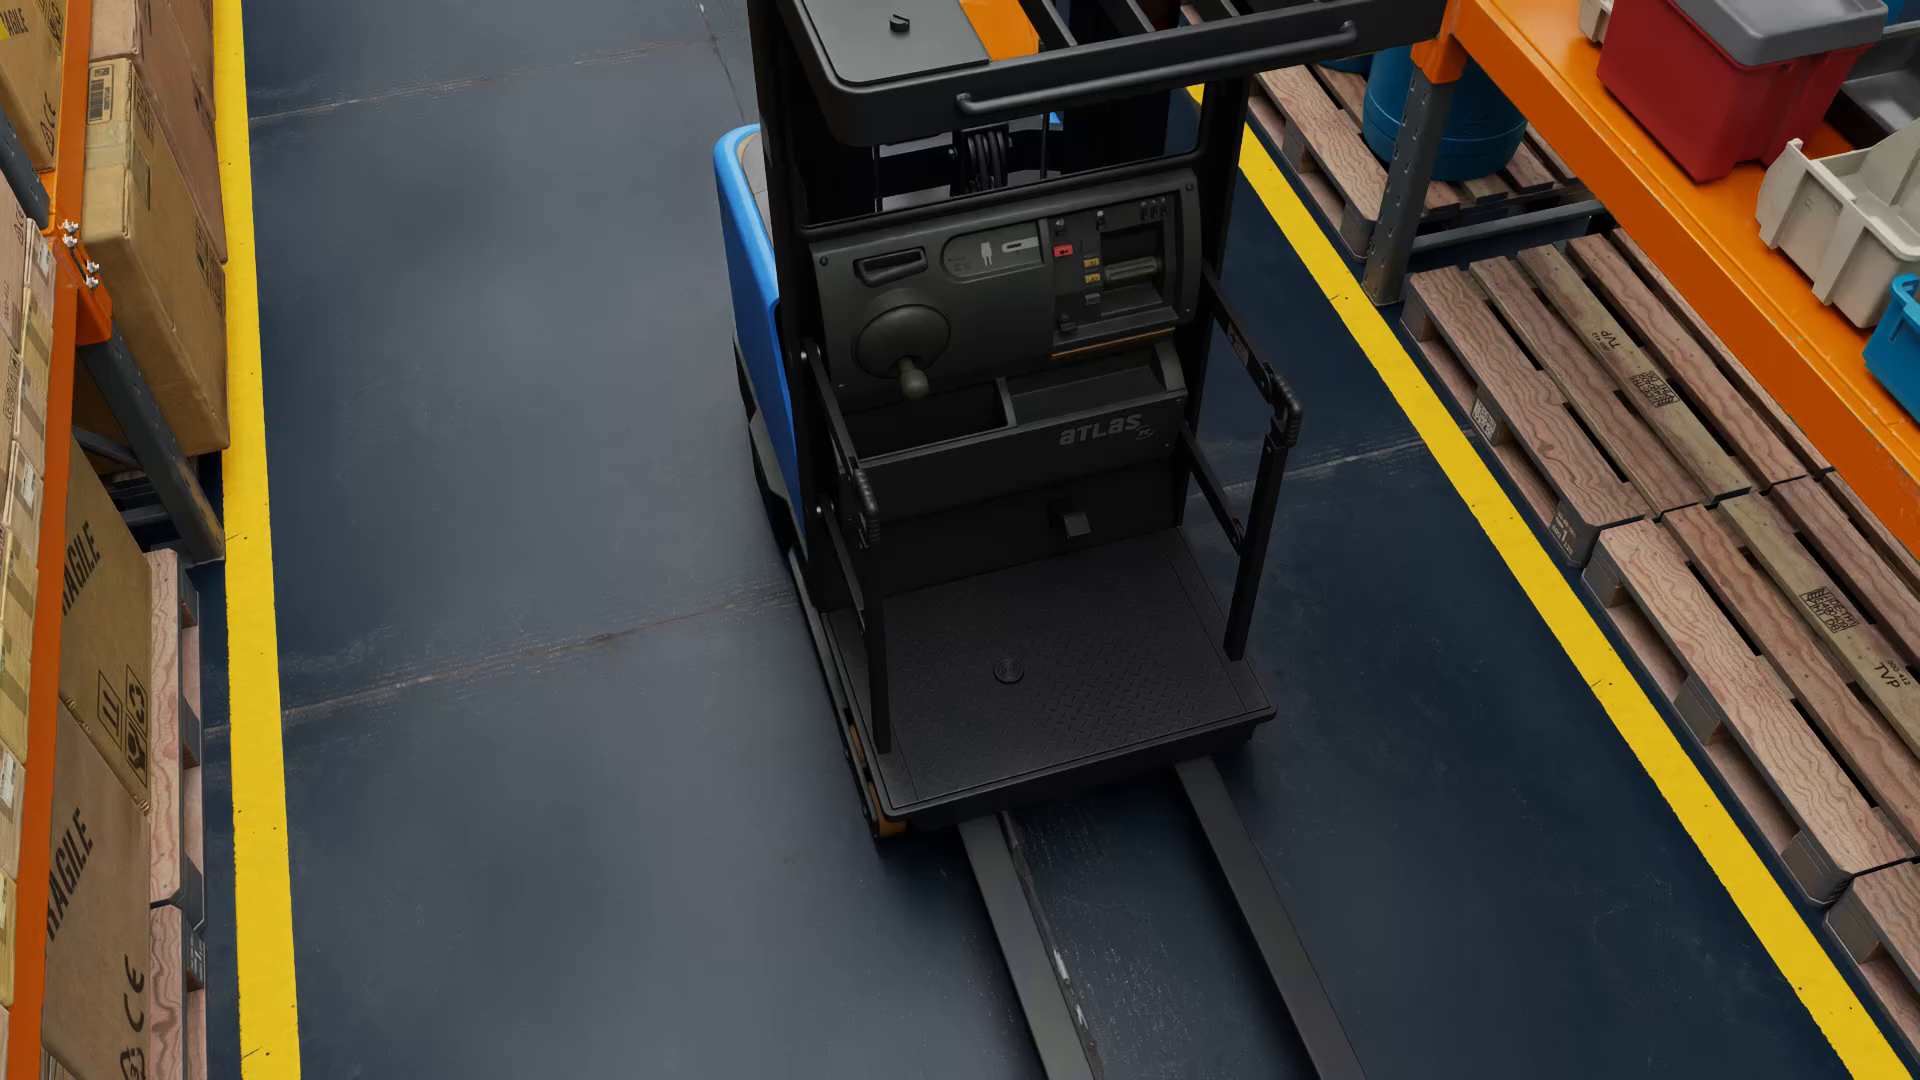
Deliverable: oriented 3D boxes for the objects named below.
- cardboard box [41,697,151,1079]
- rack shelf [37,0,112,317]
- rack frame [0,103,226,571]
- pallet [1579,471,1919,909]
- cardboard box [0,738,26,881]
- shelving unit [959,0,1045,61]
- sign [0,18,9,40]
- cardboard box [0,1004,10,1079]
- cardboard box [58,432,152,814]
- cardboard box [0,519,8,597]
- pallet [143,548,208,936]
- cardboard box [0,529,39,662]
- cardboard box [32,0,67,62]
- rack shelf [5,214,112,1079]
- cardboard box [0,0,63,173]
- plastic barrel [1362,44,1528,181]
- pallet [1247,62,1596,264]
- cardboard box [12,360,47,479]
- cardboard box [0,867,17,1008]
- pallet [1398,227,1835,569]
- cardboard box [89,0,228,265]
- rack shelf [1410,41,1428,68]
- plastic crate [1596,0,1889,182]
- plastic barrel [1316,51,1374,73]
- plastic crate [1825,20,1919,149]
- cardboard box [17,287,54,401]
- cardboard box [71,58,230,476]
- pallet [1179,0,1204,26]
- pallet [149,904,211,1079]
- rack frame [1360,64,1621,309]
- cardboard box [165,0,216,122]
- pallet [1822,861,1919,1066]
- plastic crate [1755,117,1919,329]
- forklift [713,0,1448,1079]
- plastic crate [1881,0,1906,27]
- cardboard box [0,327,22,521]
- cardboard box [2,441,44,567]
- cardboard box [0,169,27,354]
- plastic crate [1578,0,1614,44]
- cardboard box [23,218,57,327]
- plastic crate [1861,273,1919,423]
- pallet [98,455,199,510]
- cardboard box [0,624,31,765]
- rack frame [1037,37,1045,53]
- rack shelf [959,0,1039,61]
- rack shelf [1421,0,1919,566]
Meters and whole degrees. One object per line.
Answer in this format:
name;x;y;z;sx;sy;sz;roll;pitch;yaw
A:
cardboard box;-2.402;0.876;3.664;0.875;0.875;0.875;-13;51;-11
rack shelf;-3.378;-2.059;5.495;1.077;0.370;4.000;-13;51;-11
rack frame;-2.787;-0.830;3.988;1.000;3.000;0.127;-13;51;-11
pallet;2.563;0.369;4.801;1.003;0.211;1.213;-13;51;-11
cardboard box;-1.929;0.524;3.011;0.380;0.149;0.250;-13;51;-10
shelving unit;-0.026;-1.527;5.802;0.538;1.125;1.048;-5;50;-4
sign;-2.257;-1.262;3.734;0.100;0.325;0.005;-13;51;-11
cardboard box;-1.776;0.900;2.694;0.380;0.149;0.250;-14;51;-11
cardboard box;-2.668;0.219;4.218;0.875;0.875;0.875;-13;51;-11
cardboard box;-2.099;0.135;3.078;0.500;0.250;0.500;-12;51;-10
pallet;-2.637;0.641;4.571;1.003;0.211;1.213;-13;51;-11
cardboard box;-2.079;0.151;3.325;0.380;0.149;0.250;-12;51;-10
cardboard box;-2.834;-1.622;4.590;0.500;0.500;0.500;-13;51;-11
rack shelf;-2.195;0.862;3.032;1.077;0.370;4.000;-13;51;-11
cardboard box;-2.684;-1.255;4.281;0.500;0.500;0.500;-13;51;-11
plastic barrel;1.800;-1.811;5.912;0.600;0.901;0.708;-13;51;-11
pallet;1.756;-1.625;6.481;1.003;0.211;1.213;-13;51;-11
cardboard box;-2.232;-0.225;3.642;0.380;0.149;0.250;-14;51;-12
cardboard box;-1.850;0.715;2.850;0.380;0.149;0.250;-14;51;-12
pallet;2.199;-0.523;5.553;1.003;0.211;1.213;-13;51;-11
cardboard box;-3.260;-1.396;5.580;1.225;0.875;0.875;-15;51;-12
rack shelf;1.353;-3.179;6.439;1.077;0.370;4.000;-13;51;-11
plastic crate;1.969;-1.281;4.287;0.402;0.464;0.583;-13;51;-11
plastic barrel;1.590;-2.328;6.348;0.600;0.901;0.708;-13;51;-11
plastic crate;2.532;-1.124;4.377;0.437;0.125;0.590;-13;51;-11
cardboard box;-2.307;-0.413;3.800;0.380;0.149;0.250;-12;51;-10
cardboard box;-2.995;-0.744;5.030;1.225;0.875;0.875;-13;51;-11
pallet;1.392;-2.517;7.234;1.003;0.211;1.213;-13;51;-11
pallet;-2.272;1.534;3.819;1.003;0.211;1.213;-13;51;-11
rack frame;1.944;-1.950;4.932;1.000;3.000;0.127;-13;51;-11
cardboard box;-3.529;-2.041;6.124;1.225;0.875;0.875;-13;51;-11
pallet;2.921;1.259;4.051;1.003;0.211;1.213;-13;51;-11
plastic crate;2.220;-0.775;3.979;0.437;0.282;0.530;-13;51;-11
forklift;0.189;-0.485;3.742;1.130;2.935;3.031;-14;51;-11
plastic crate;2.408;-1.701;4.693;0.392;0.384;0.575;-13;51;-11
cardboard box;-2.250;-0.237;3.392;0.500;0.250;0.500;-12;51;-10
cardboard box;-2.156;-0.038;3.484;0.380;0.149;0.250;-12;51;-10
cardboard box;-2.406;-0.615;3.710;0.500;0.250;0.500;-14;51;-12
plastic crate;1.946;-1.512;4.696;0.396;0.136;0.243;-13;51;-11
cardboard box;-2.384;-0.601;3.959;0.380;0.149;0.250;-13;51;-11
plastic crate;2.275;-0.436;3.726;0.416;0.233;0.300;-13;51;-11
pallet;-3.087;-0.478;5.515;1.003;0.211;1.213;-13;51;-11
cardboard box;-2.003;0.338;3.168;0.380;0.149;0.250;-14;51;-12
rack frame;0.034;-1.141;5.476;0.500;1.125;0.032;-5;50;-4
rack shelf;-0.026;-1.716;5.578;0.538;0.278;1.000;-5;50;-4
rack shelf;2.536;-0.258;3.976;1.077;0.370;4.000;-13;51;-11
